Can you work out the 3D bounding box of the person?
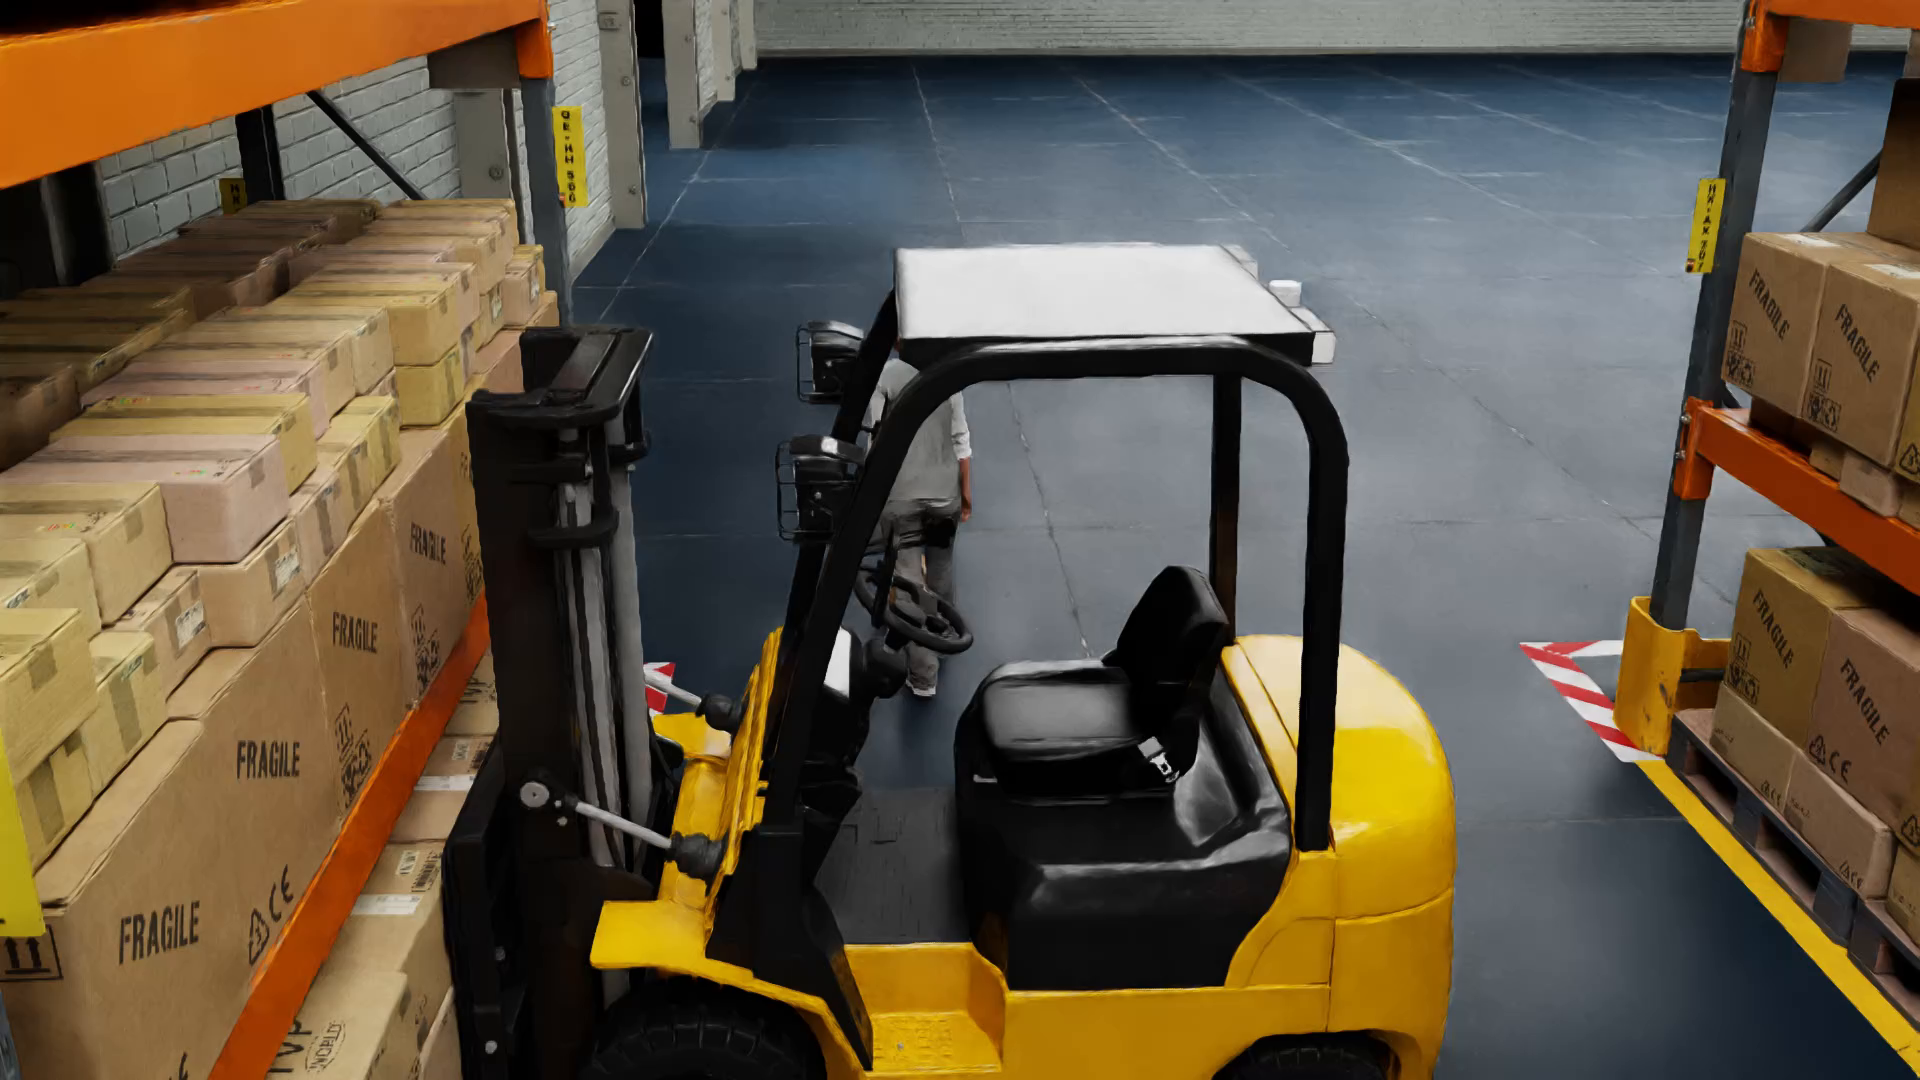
[{"bbox_3d":[-0.174,-0.207,6.618,0.435,1.590,0.644,-7,22,-17],"label":"person"}]
